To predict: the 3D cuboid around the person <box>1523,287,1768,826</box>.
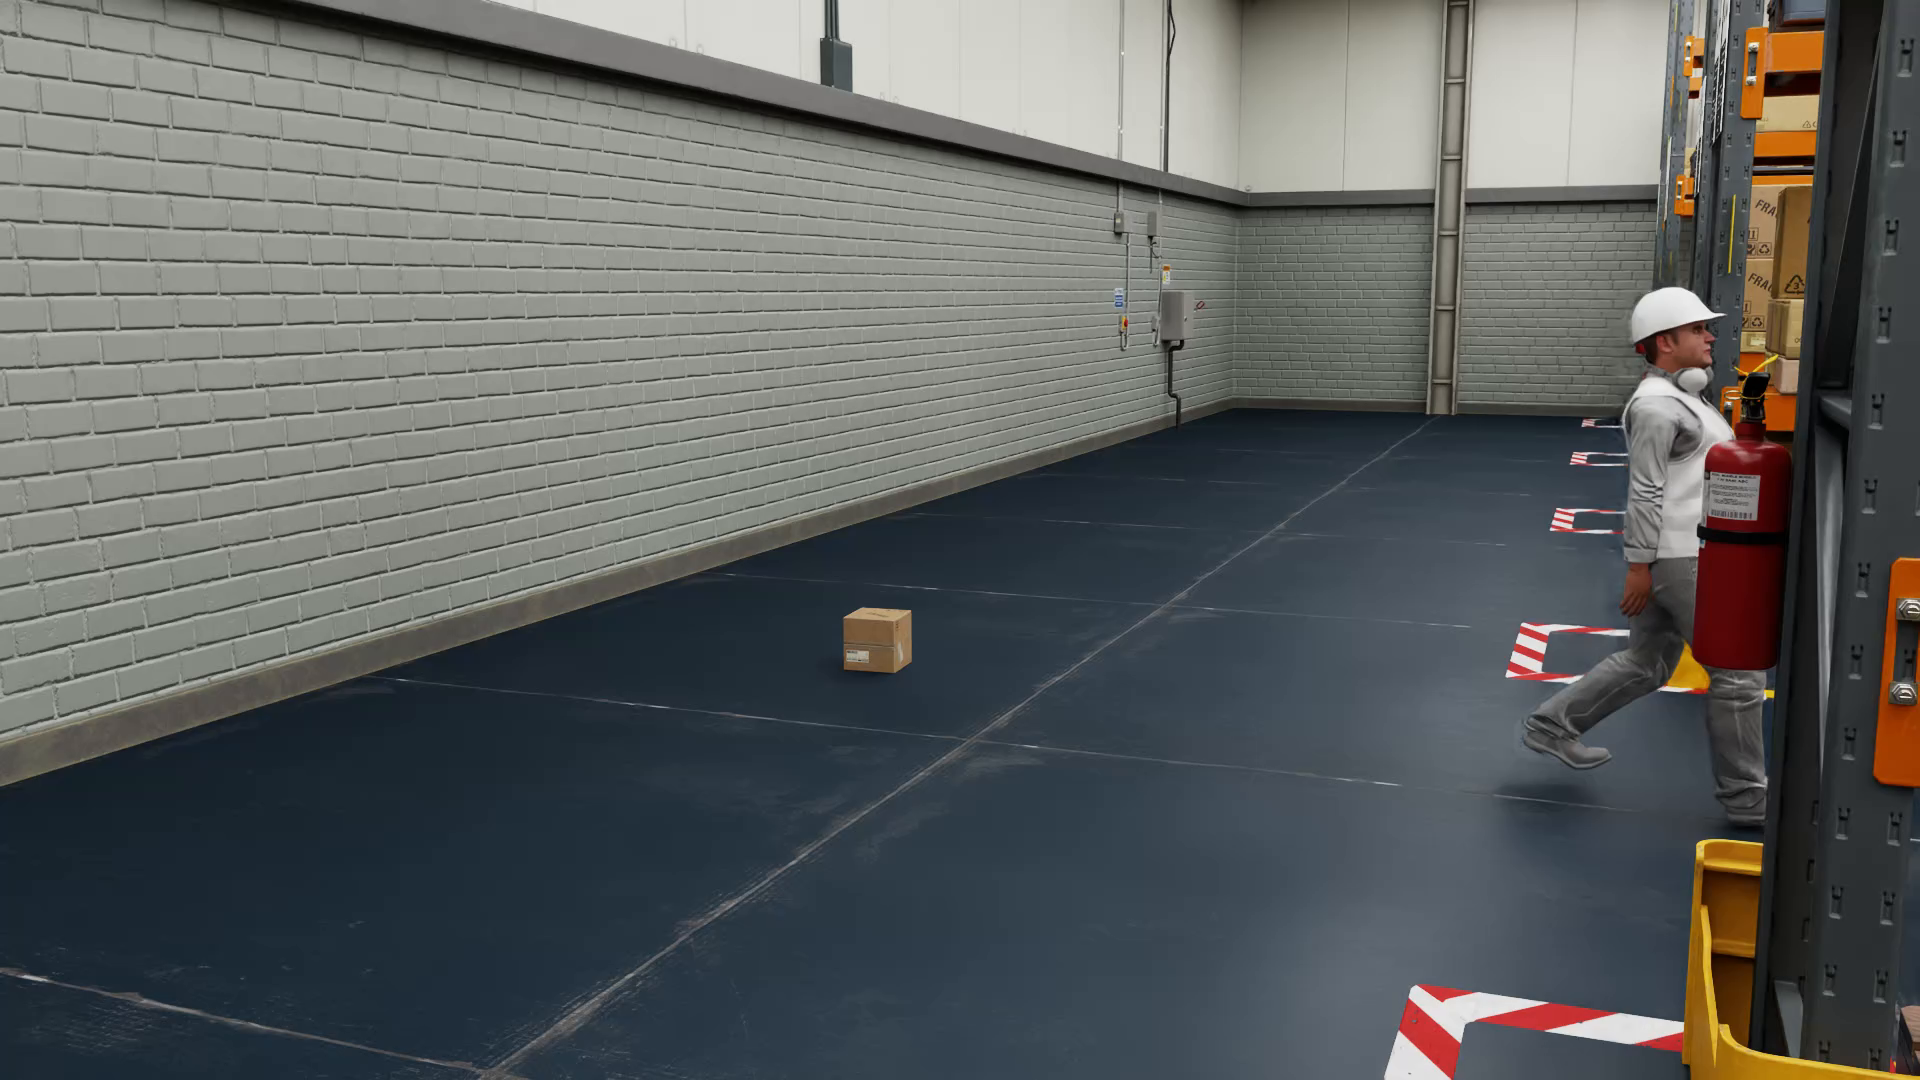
[{"bbox_3d":[2.400,0.038,5.524,0.970,1.736,0.536,4,10,26],"label":"person"}]
